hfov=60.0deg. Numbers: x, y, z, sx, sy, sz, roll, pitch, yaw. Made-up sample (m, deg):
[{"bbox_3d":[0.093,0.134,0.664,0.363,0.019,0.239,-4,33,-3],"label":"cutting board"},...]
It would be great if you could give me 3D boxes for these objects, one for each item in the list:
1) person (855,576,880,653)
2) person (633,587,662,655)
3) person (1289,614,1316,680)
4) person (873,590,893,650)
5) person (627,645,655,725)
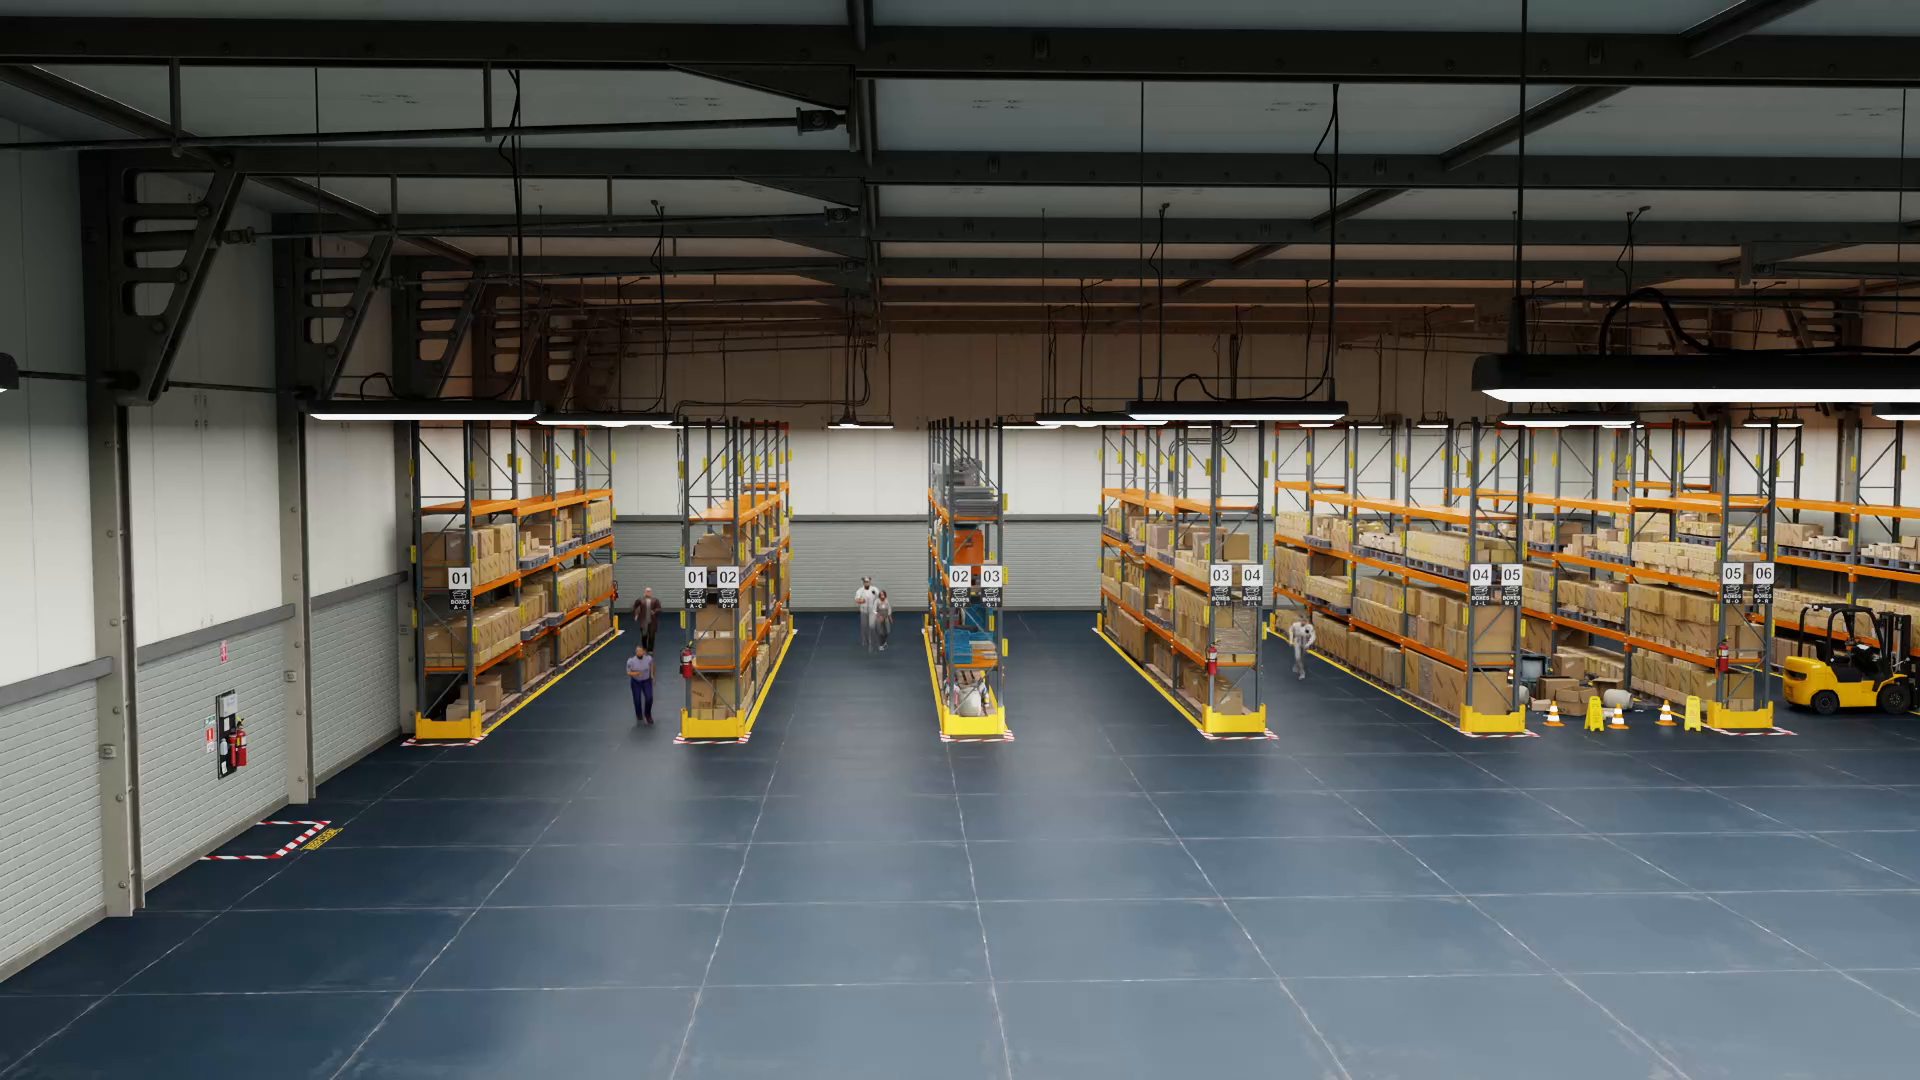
[{"bbox_3d":[-2.306,1.855,41.851,0.658,1.912,0.873,0,4,1],"label":"person"},{"bbox_3d":[-7.901,2.096,42.076,0.701,1.791,0.764,-1,4,-14],"label":"person"},{"bbox_3d":[7.960,2.447,38.747,0.610,1.517,1.039,0,4,6],"label":"person"},{"bbox_3d":[-1.912,1.987,41.168,0.537,1.521,0.660,-1,4,-17],"label":"person"},{"bbox_3d":[-6.228,2.812,32.466,0.537,1.578,0.881,-1,4,-11],"label":"person"}]
